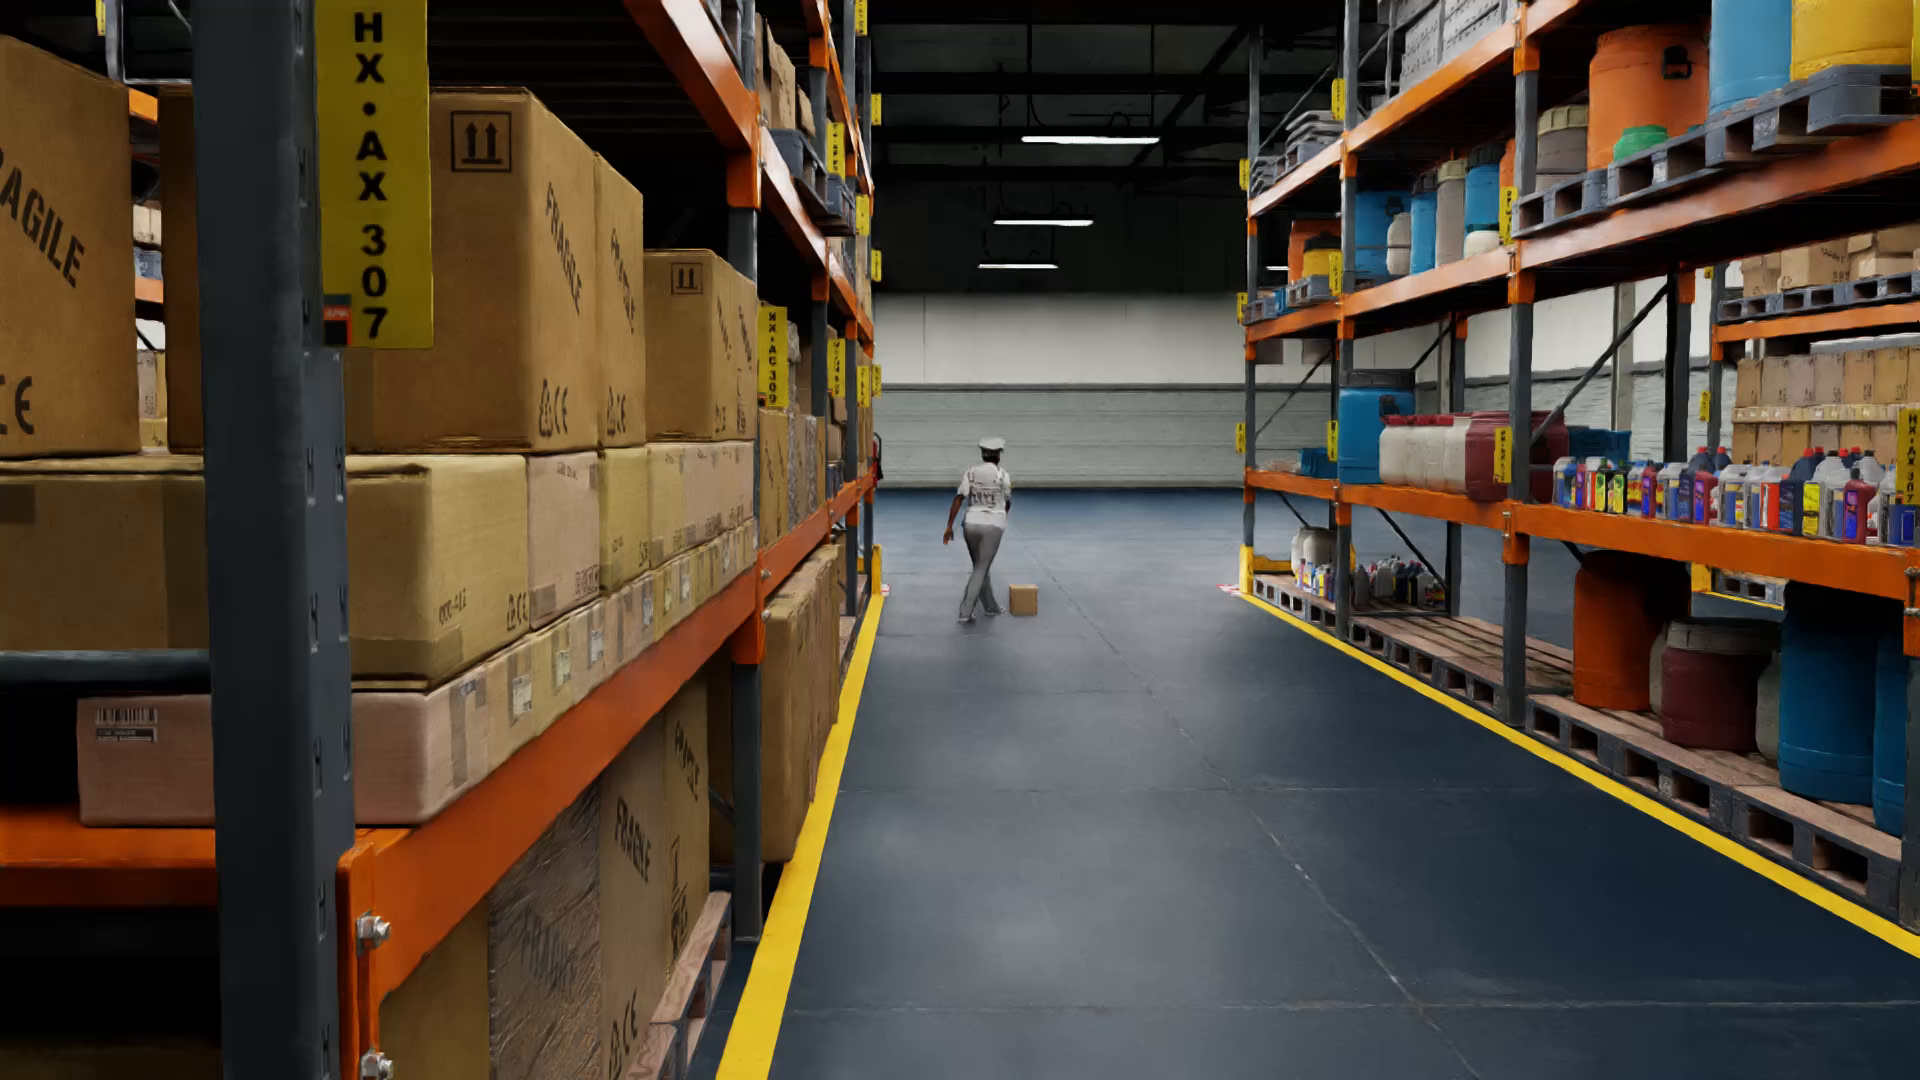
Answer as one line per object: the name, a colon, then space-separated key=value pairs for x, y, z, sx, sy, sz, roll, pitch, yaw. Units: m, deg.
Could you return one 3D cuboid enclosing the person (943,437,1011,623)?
person: x=0.229 y=-0.102 z=14.801 sx=0.507 sy=1.632 sz=0.866 roll=2 pitch=4 yaw=29
